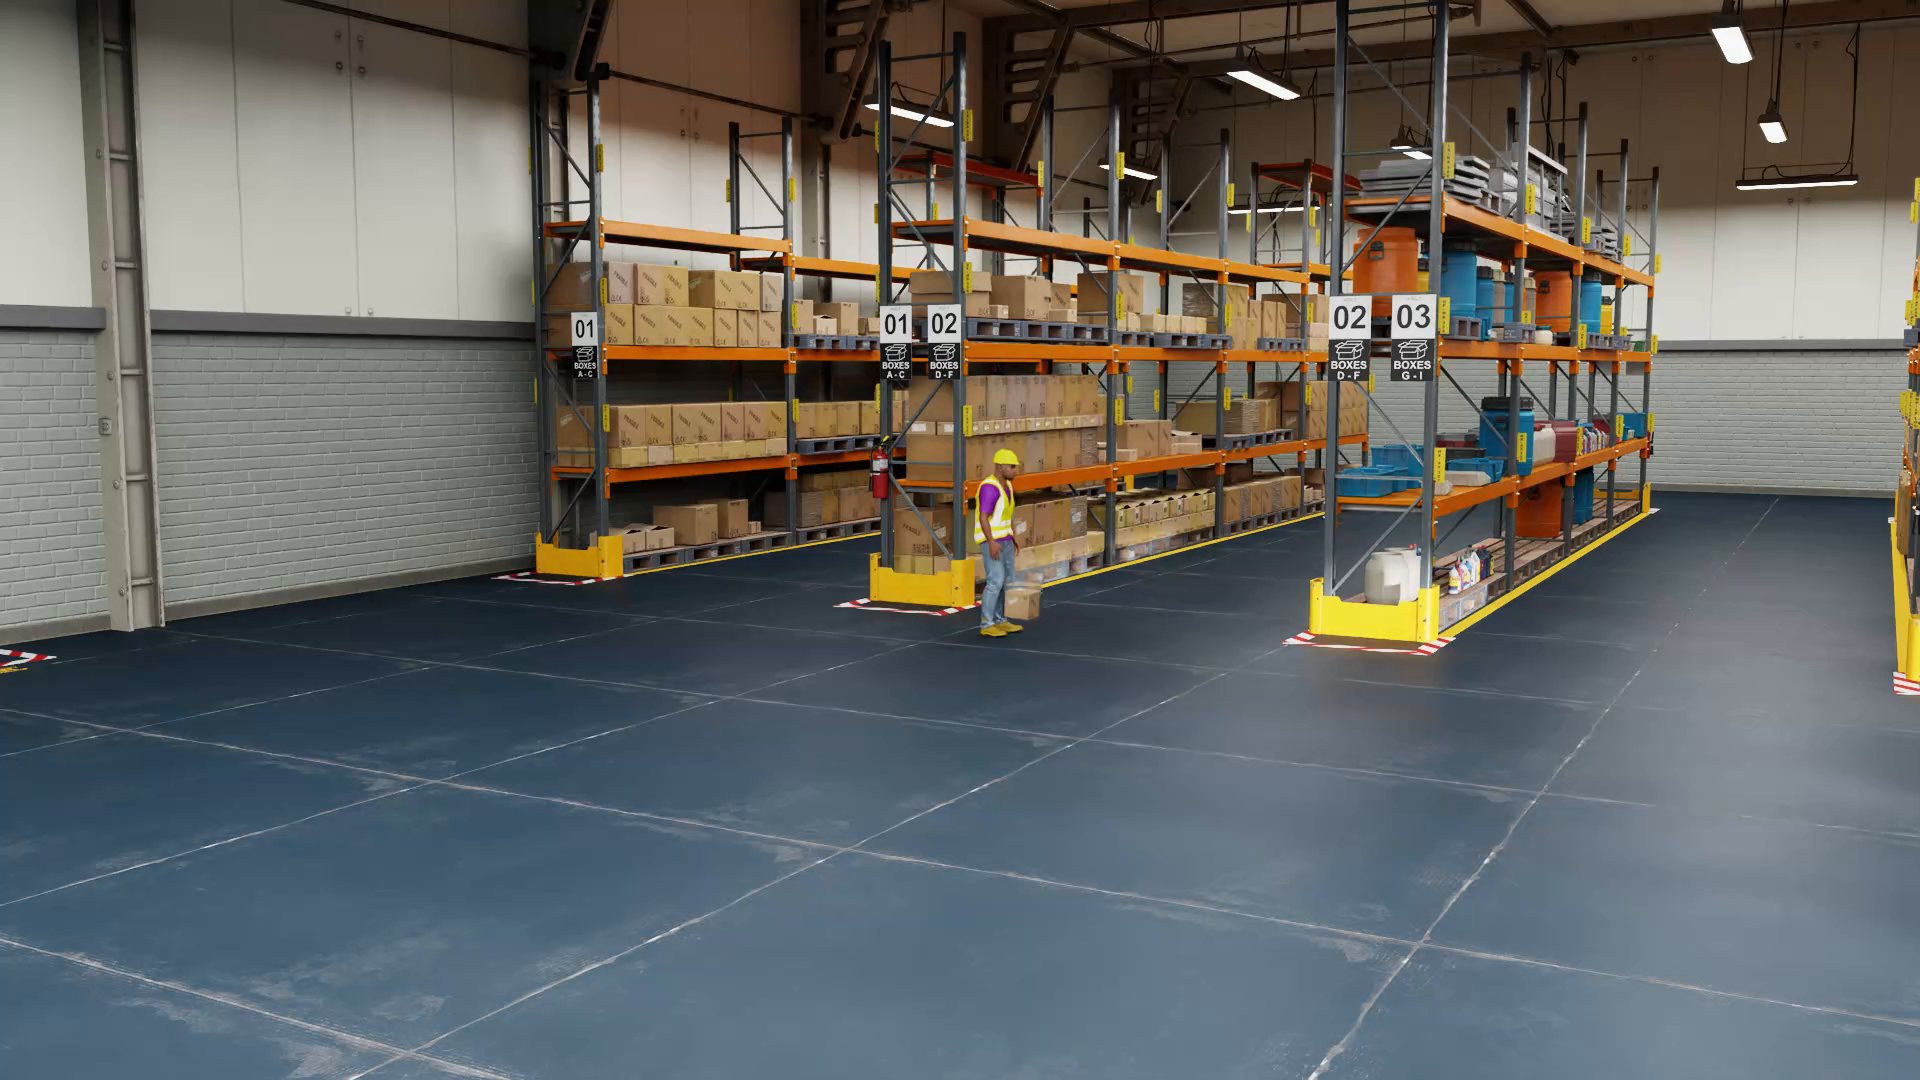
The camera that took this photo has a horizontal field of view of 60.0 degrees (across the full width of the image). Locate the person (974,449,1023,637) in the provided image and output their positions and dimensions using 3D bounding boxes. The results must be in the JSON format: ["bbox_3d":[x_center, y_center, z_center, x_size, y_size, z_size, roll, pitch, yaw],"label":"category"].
[{"bbox_3d":[0.374,0.017,15.878,0.443,1.763,0.601,3,7,27],"label":"person"}]
